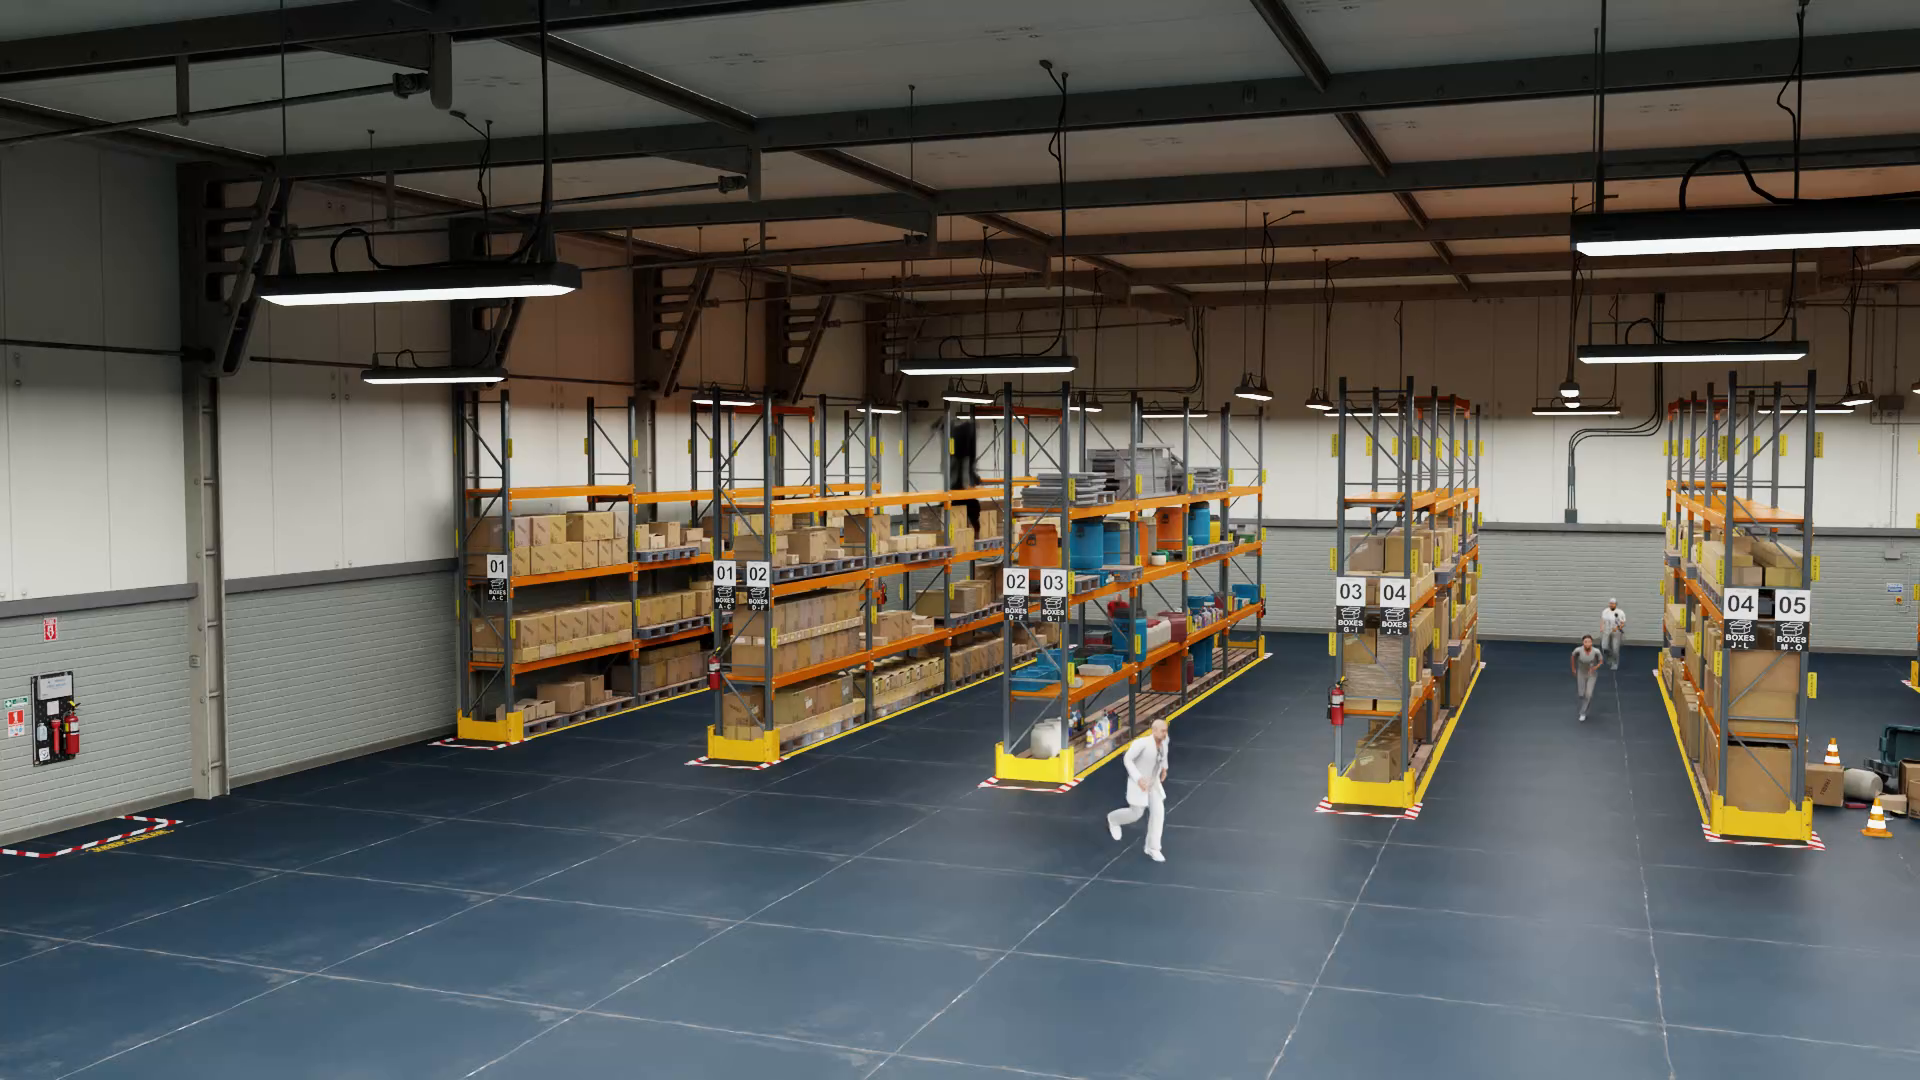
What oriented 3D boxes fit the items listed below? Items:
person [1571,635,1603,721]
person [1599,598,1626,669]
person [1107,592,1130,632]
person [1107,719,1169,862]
[{"bbox_3d":[11.572,2.532,30.701,0.554,1.600,0.705,1,3,19],"label":"person"},{"bbox_3d":[14.755,2.123,37.654,0.592,1.619,0.600,3,4,39],"label":"person"},{"bbox_3d":[3.657,1.916,37.981,0.655,1.480,0.761,1,3,19],"label":"person"},{"bbox_3d":[2.213,3.036,20.559,0.732,1.738,1.041,-3,4,-41],"label":"person"}]
